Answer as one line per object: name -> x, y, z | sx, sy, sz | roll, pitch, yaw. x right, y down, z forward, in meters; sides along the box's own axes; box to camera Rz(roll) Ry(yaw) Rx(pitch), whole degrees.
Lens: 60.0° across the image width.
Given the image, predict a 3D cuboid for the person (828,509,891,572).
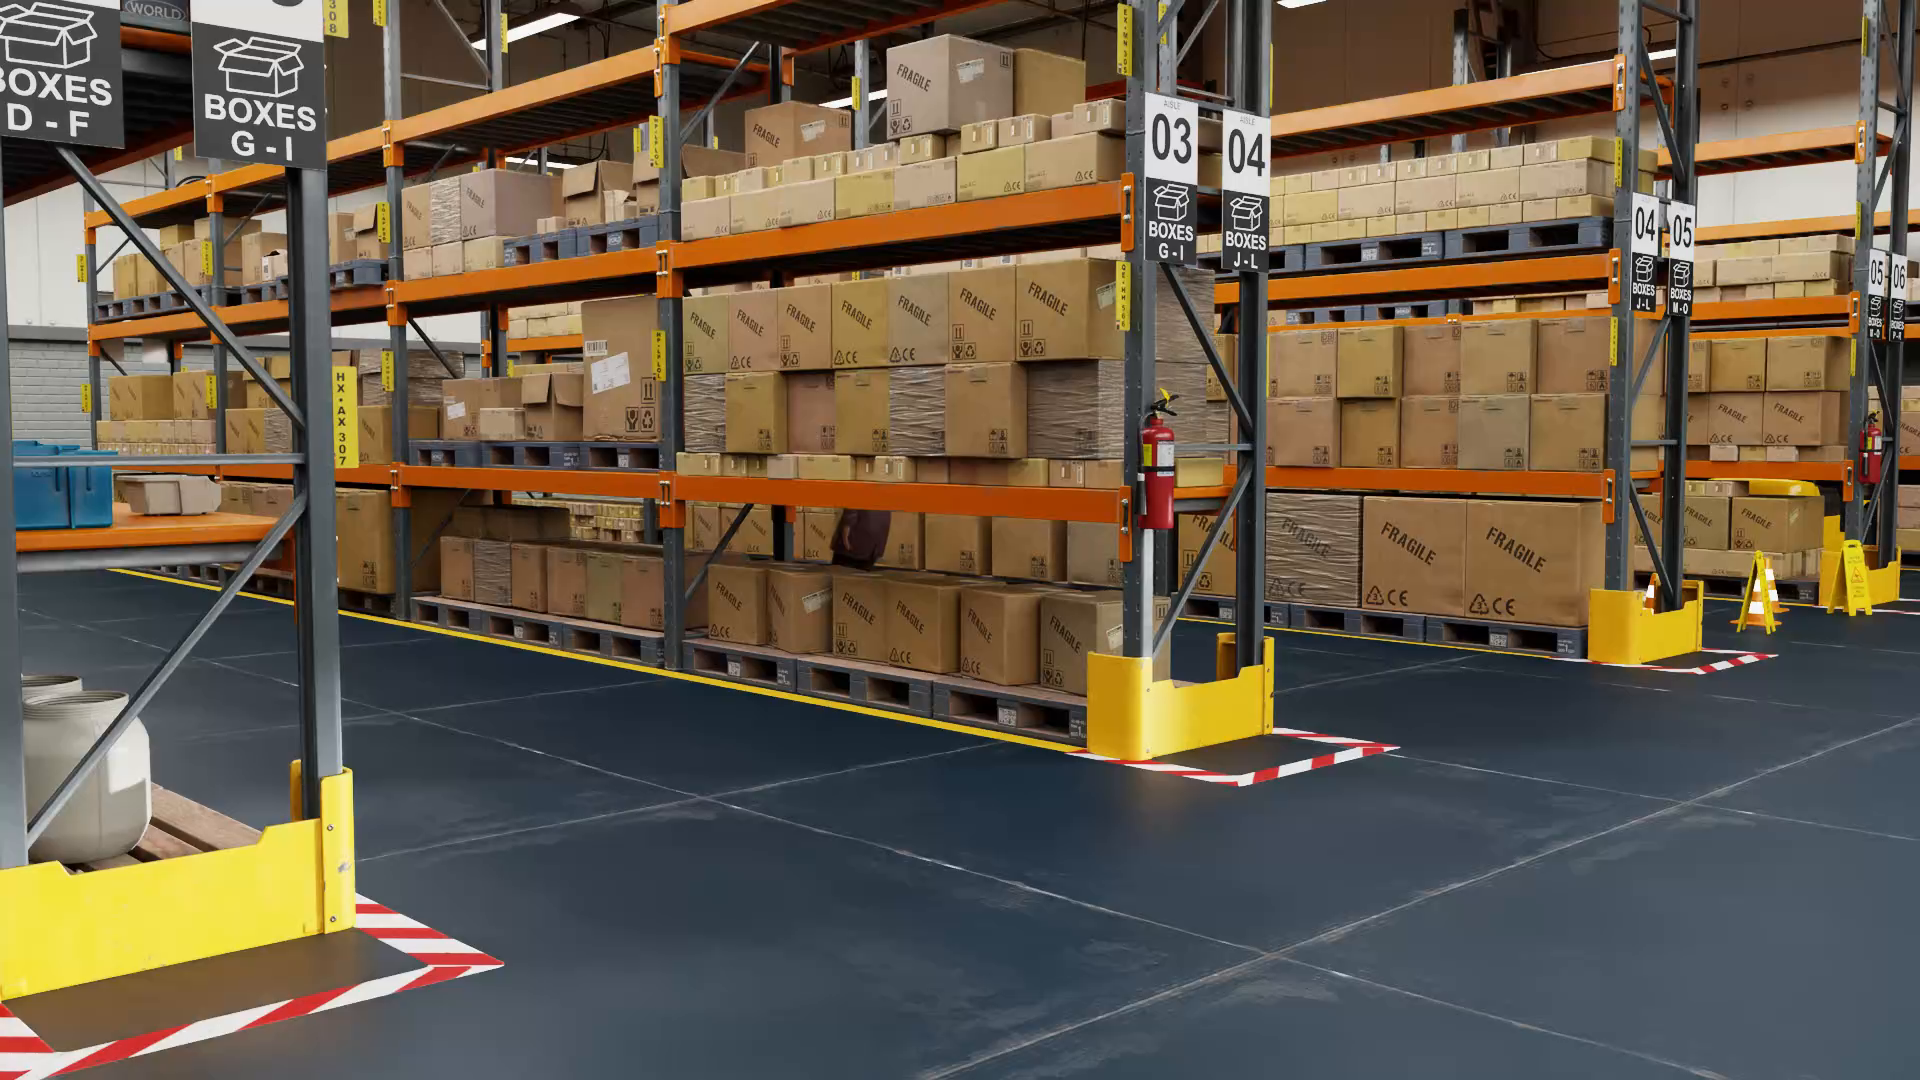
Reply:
person -> -0.777, -0.113, 12.572 | 0.851, 1.732, 0.666 | 3, 5, 36
